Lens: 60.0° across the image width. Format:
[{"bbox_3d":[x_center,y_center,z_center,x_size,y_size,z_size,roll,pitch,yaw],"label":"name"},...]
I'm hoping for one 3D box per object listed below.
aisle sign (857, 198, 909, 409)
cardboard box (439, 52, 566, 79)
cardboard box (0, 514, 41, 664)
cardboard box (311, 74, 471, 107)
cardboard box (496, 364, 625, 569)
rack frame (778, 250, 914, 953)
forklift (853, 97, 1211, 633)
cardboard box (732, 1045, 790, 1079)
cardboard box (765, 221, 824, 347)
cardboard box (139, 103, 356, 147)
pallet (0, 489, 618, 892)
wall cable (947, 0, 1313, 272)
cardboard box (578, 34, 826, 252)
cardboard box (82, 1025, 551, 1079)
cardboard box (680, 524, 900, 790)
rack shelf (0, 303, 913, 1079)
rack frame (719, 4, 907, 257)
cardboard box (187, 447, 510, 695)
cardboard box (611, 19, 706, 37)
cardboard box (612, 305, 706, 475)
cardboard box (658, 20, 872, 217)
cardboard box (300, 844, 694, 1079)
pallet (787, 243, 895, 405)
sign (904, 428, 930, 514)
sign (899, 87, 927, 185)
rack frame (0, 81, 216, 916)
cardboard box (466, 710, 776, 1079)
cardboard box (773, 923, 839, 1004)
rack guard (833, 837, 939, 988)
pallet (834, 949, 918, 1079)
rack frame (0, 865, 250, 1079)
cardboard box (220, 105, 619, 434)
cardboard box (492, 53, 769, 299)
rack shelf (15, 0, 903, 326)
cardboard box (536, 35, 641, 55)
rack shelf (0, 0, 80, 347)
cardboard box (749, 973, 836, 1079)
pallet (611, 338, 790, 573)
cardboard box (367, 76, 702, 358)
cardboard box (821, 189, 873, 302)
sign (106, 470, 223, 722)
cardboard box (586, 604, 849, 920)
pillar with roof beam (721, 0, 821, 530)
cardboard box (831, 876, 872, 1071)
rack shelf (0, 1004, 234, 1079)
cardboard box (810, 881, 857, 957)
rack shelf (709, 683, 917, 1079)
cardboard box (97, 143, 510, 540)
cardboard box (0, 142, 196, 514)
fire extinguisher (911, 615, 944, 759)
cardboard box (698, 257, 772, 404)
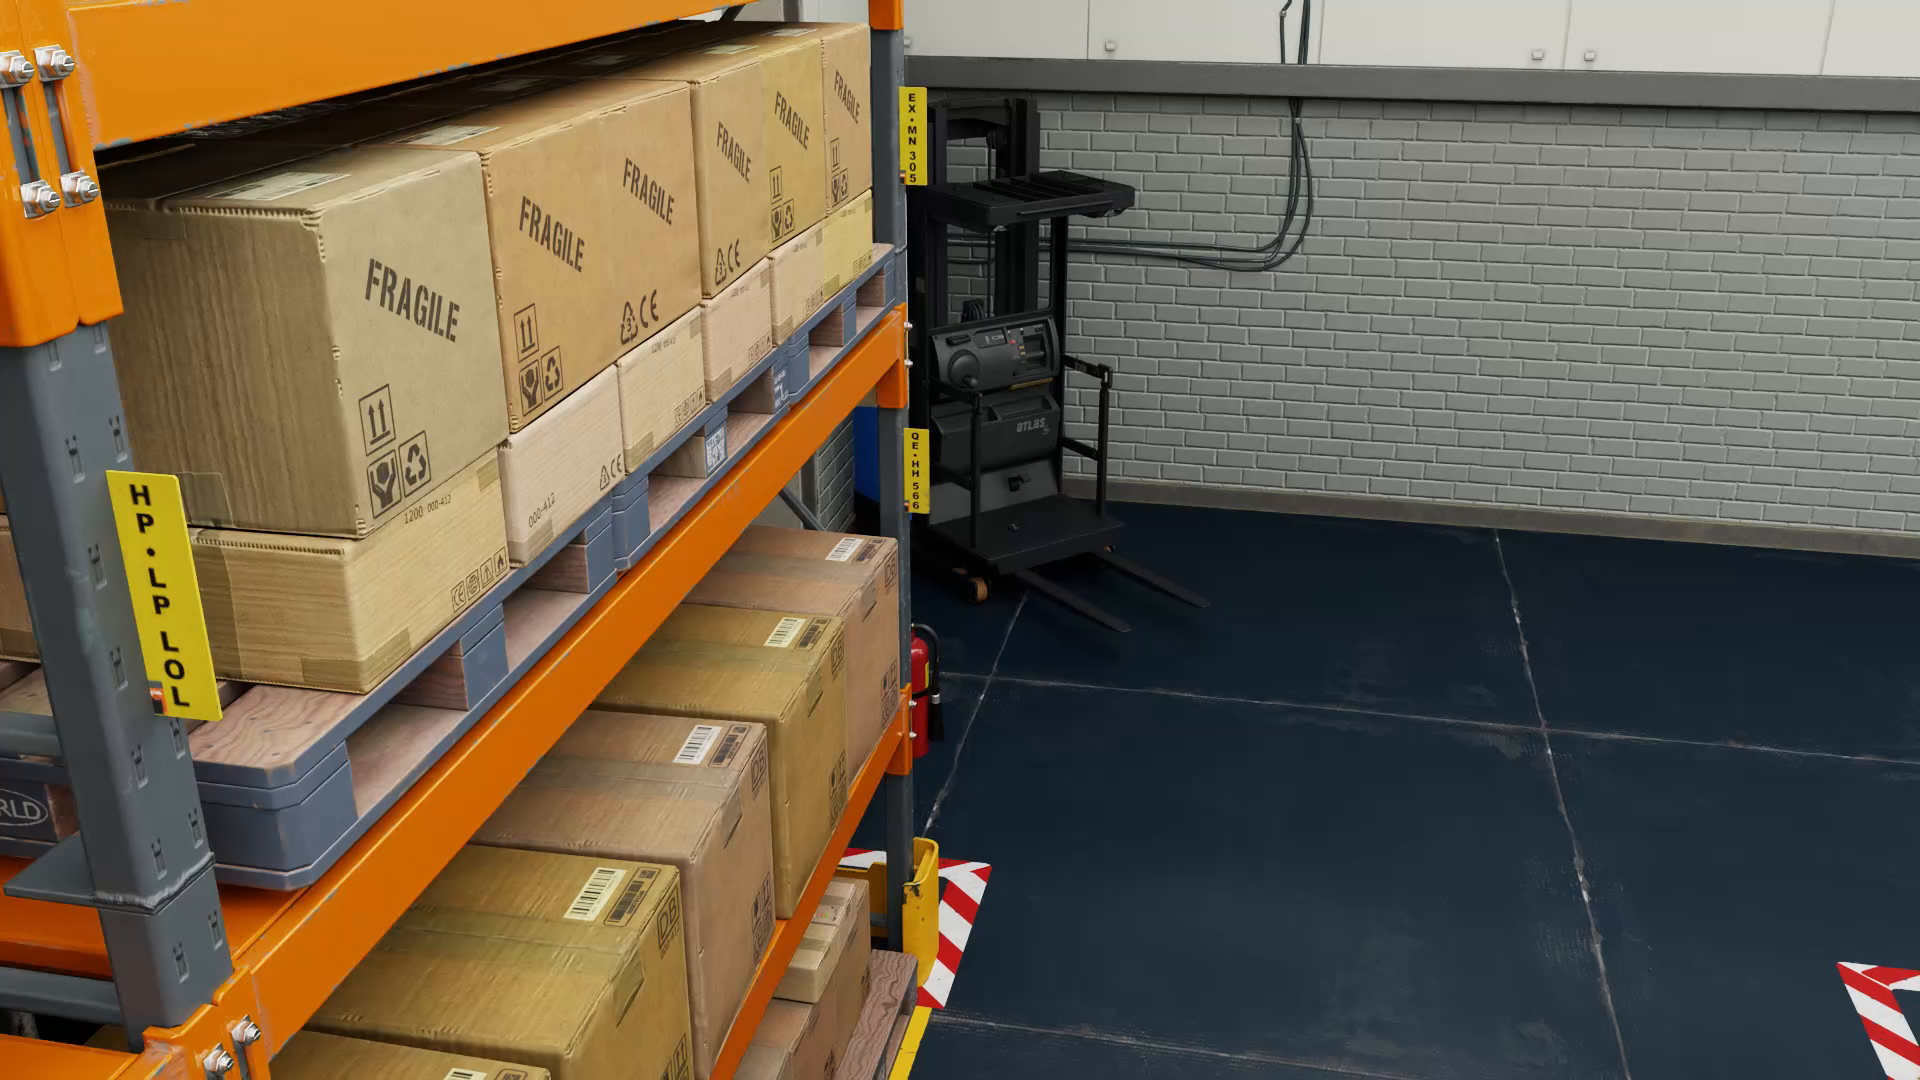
[{"bbox_3d":[-0.382,-0.861,5.996,0.394,0.787,0.004,4,22,11],"label":"aisle sign"},{"bbox_3d":[-1.293,-0.937,4.150,0.500,0.500,0.500,4,22,11],"label":"cardboard box"},{"bbox_3d":[-1.596,-0.020,2.877,0.500,0.250,0.500,5,22,11],"label":"cardboard box"},{"bbox_3d":[-1.402,-0.755,3.698,0.500,0.500,0.500,4,22,9],"label":"cardboard box"},{"bbox_3d":[-0.990,-0.170,3.249,0.500,0.250,0.500,4,22,10],"label":"cardboard box"},{"bbox_3d":[-0.690,0.348,6.473,1.000,3.000,0.127,4,22,11],"label":"rack frame"},{"bbox_3d":[0.352,-1.166,10.326,1.130,2.935,3.031,-14,26,-31],"label":"forklift"},{"bbox_3d":[-0.939,1.944,5.296,0.700,0.500,0.500,4,22,9],"label":"cardboard box"},{"bbox_3d":[-0.685,-0.736,4.656,0.500,0.250,0.500,4,22,9],"label":"cardboard box"},{"bbox_3d":[-1.488,-0.562,3.219,0.500,0.500,0.500,4,22,9],"label":"cardboard box"},{"bbox_3d":[-1.329,0.163,3.038,1.003,0.211,1.213,4,22,11],"label":"pallet"},{"bbox_3d":[0.814,-3.035,11.001,3.097,2.526,0.112,4,22,11],"label":"wall cable"},{"bbox_3d":[-0.685,-1.092,4.535,0.500,0.500,0.500,5,23,13],"label":"cardboard box"},{"bbox_3d":[-1.380,1.475,3.274,0.980,0.700,0.700,5,22,12],"label":"cardboard box"},{"bbox_3d":[-0.785,0.397,5.952,0.980,0.700,0.700,5,23,13],"label":"cardboard box"},{"bbox_3d":[-1.098,0.022,4.231,1.077,0.370,4.000,4,22,11],"label":"rack shelf"},{"bbox_3d":[-0.690,-2.434,5.353,1.000,3.000,0.127,4,22,11],"label":"rack frame"},{"bbox_3d":[-1.107,0.016,2.789,0.500,0.250,0.500,4,22,11],"label":"cardboard box"},{"bbox_3d":[-1.076,-1.314,5.086,0.500,0.500,0.500,4,22,9],"label":"cardboard box"},{"bbox_3d":[-0.892,-0.358,3.716,0.500,0.250,0.500,4,22,9],"label":"cardboard box"},{"bbox_3d":[-0.573,-1.274,4.987,0.500,0.500,0.500,4,22,11],"label":"cardboard box"},{"bbox_3d":[-1.226,1.208,3.936,0.980,0.700,0.700,4,22,10],"label":"cardboard box"},{"bbox_3d":[-0.831,-0.730,5.254,1.003,0.211,1.213,4,22,11],"label":"pallet"},{"bbox_3d":[-0.162,-0.252,6.097,0.100,0.325,0.005,4,22,11],"label":"sign"},{"bbox_3d":[-0.162,-1.371,5.647,0.100,0.325,0.005,4,22,11],"label":"sign"},{"bbox_3d":[-1.507,-0.971,1.720,1.000,3.000,0.127,4,22,11],"label":"rack frame"},{"bbox_3d":[-1.087,0.942,4.599,0.980,0.700,0.700,3,22,8],"label":"cardboard box"},{"bbox_3d":[-0.635,1.430,5.703,0.380,0.149,0.250,5,22,12],"label":"cardboard box"},{"bbox_3d":[-0.685,1.499,6.962,1.175,0.500,0.348,4,22,11],"label":"rack guard"},{"bbox_3d":[-0.777,1.940,6.253,1.003,0.211,1.213,4,22,11],"label":"pallet"},{"bbox_3d":[-1.507,1.811,2.841,1.000,3.000,0.127,4,22,11],"label":"rack frame"},{"bbox_3d":[-0.988,-0.527,3.134,0.500,0.500,0.500,4,22,10],"label":"cardboard box"},{"bbox_3d":[-0.784,-0.900,4.060,0.500,0.500,0.500,3,22,9],"label":"cardboard box"},{"bbox_3d":[-1.098,-1.184,3.745,1.077,0.370,4.000,4,22,11],"label":"rack shelf"},{"bbox_3d":[-1.191,-1.121,4.608,0.500,0.500,0.500,4,22,10],"label":"cardboard box"},{"bbox_3d":[-1.915,0.279,0.113,1.077,0.370,4.000,4,22,11],"label":"rack shelf"},{"bbox_3d":[-0.837,1.760,5.753,0.700,0.500,0.500,4,22,11],"label":"cardboard box"},{"bbox_3d":[-1.078,-0.282,4.143,1.003,0.211,1.213,4,22,11],"label":"pallet"},{"bbox_3d":[-0.892,-0.708,3.583,0.500,0.500,0.500,5,22,11],"label":"cardboard box"},{"bbox_3d":[-0.580,-0.927,5.129,0.500,0.250,0.500,5,23,13],"label":"cardboard box"},{"bbox_3d":[-0.973,0.072,2.031,0.100,0.325,0.005,4,22,11],"label":"sign"},{"bbox_3d":[-0.922,0.663,5.289,0.980,0.700,0.700,4,22,10],"label":"cardboard box"},{"bbox_3d":[3.228,-3.160,7.153,9.100,9.000,0.400,4,22,11],"label":"pillar with roof beam"},{"bbox_3d":[-0.735,1.577,6.207,0.700,0.500,0.500,4,22,11],"label":"cardboard box"},{"bbox_3d":[-1.915,1.485,0.599,1.077,0.370,4.000,4,22,11],"label":"rack shelf"},{"bbox_3d":[-0.583,1.337,5.935,0.380,0.149,0.250,4,22,10],"label":"cardboard box"},{"bbox_3d":[-1.098,1.414,4.791,1.077,0.370,4.000,4,22,11],"label":"rack shelf"},{"bbox_3d":[-1.087,-0.339,2.666,0.500,0.500,0.500,4,22,10],"label":"cardboard box"},{"bbox_3d":[-1.592,-0.373,2.750,0.500,0.500,0.500,4,22,11],"label":"cardboard box"},{"bbox_3d":[-0.208,0.537,6.607,0.296,0.674,0.183,4,22,11],"label":"fire extinguisher"},{"bbox_3d":[-0.786,-0.545,4.182,0.500,0.250,0.500,4,22,9],"label":"cardboard box"}]
